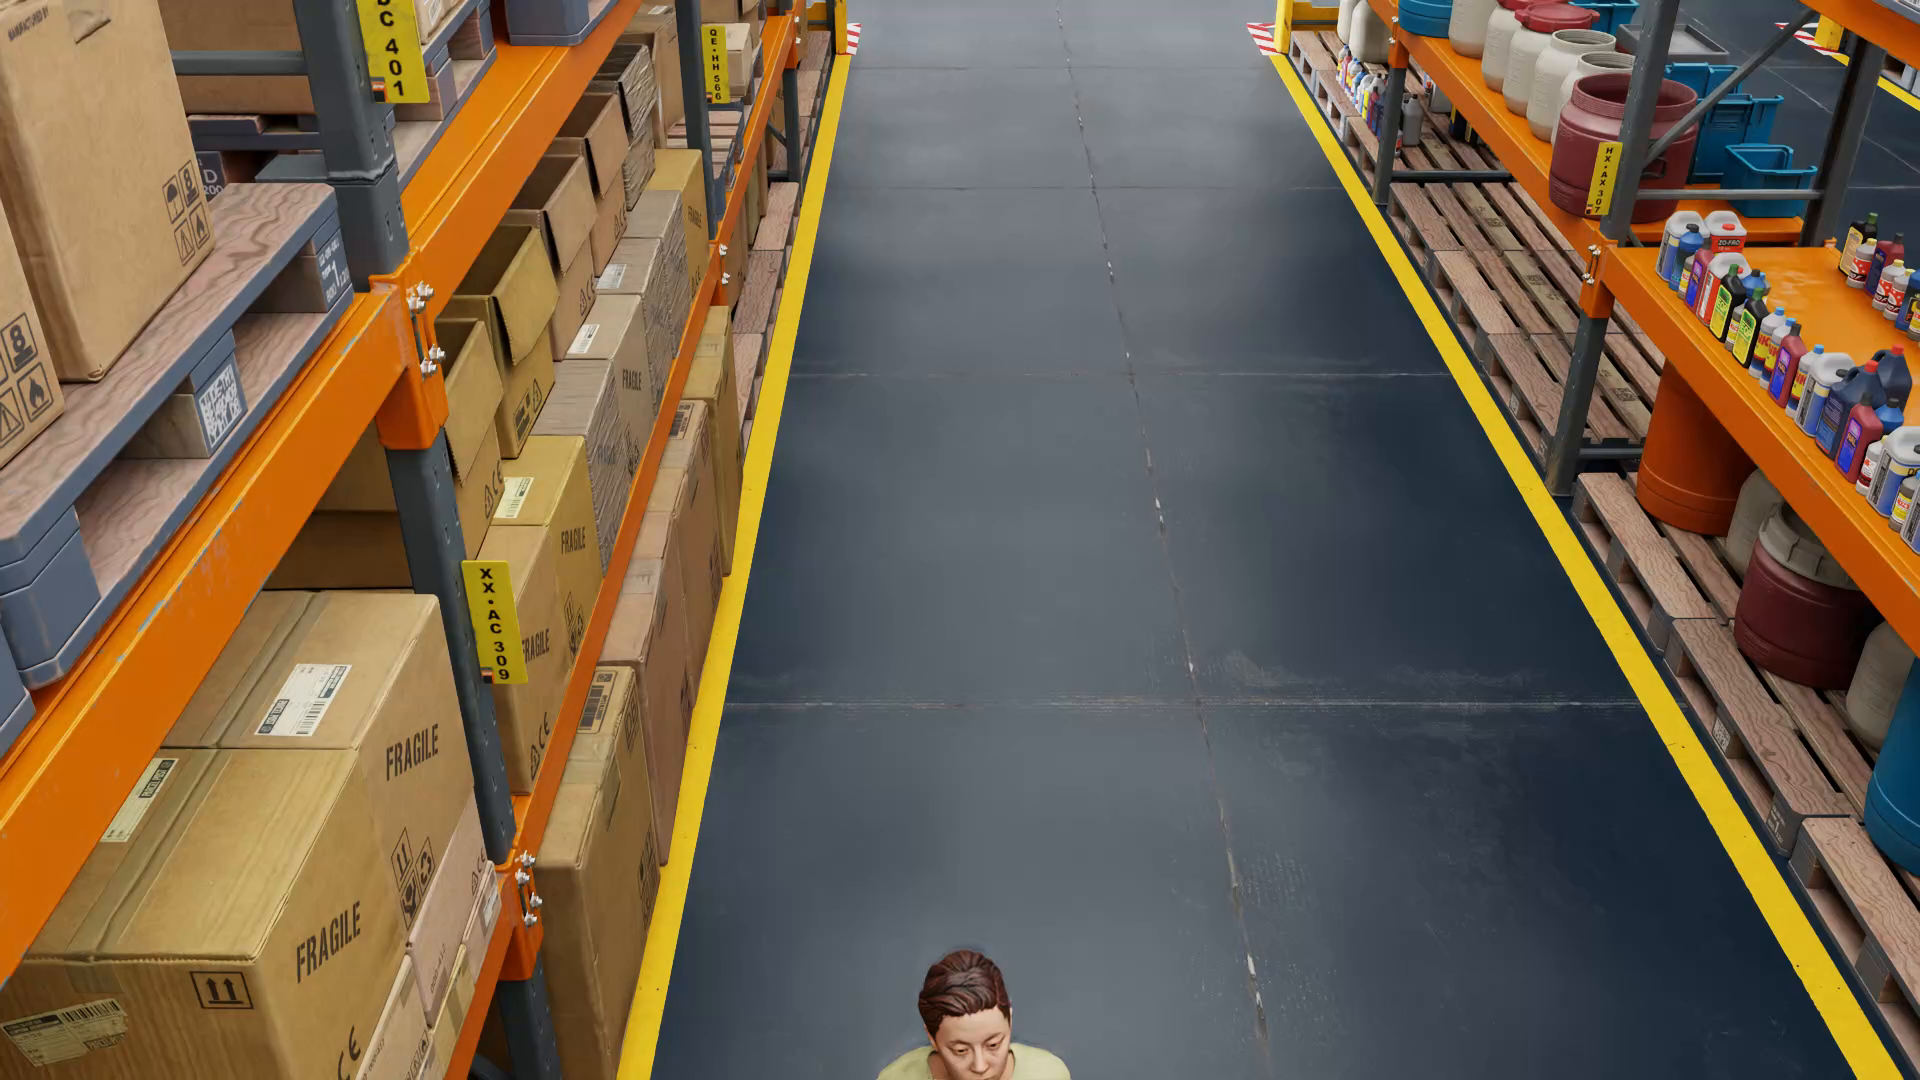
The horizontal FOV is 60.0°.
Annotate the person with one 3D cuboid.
[{"bbox_3d":[0.025,1.555,3.578,0.444,1.656,0.476,0,32,1],"label":"person"}]
